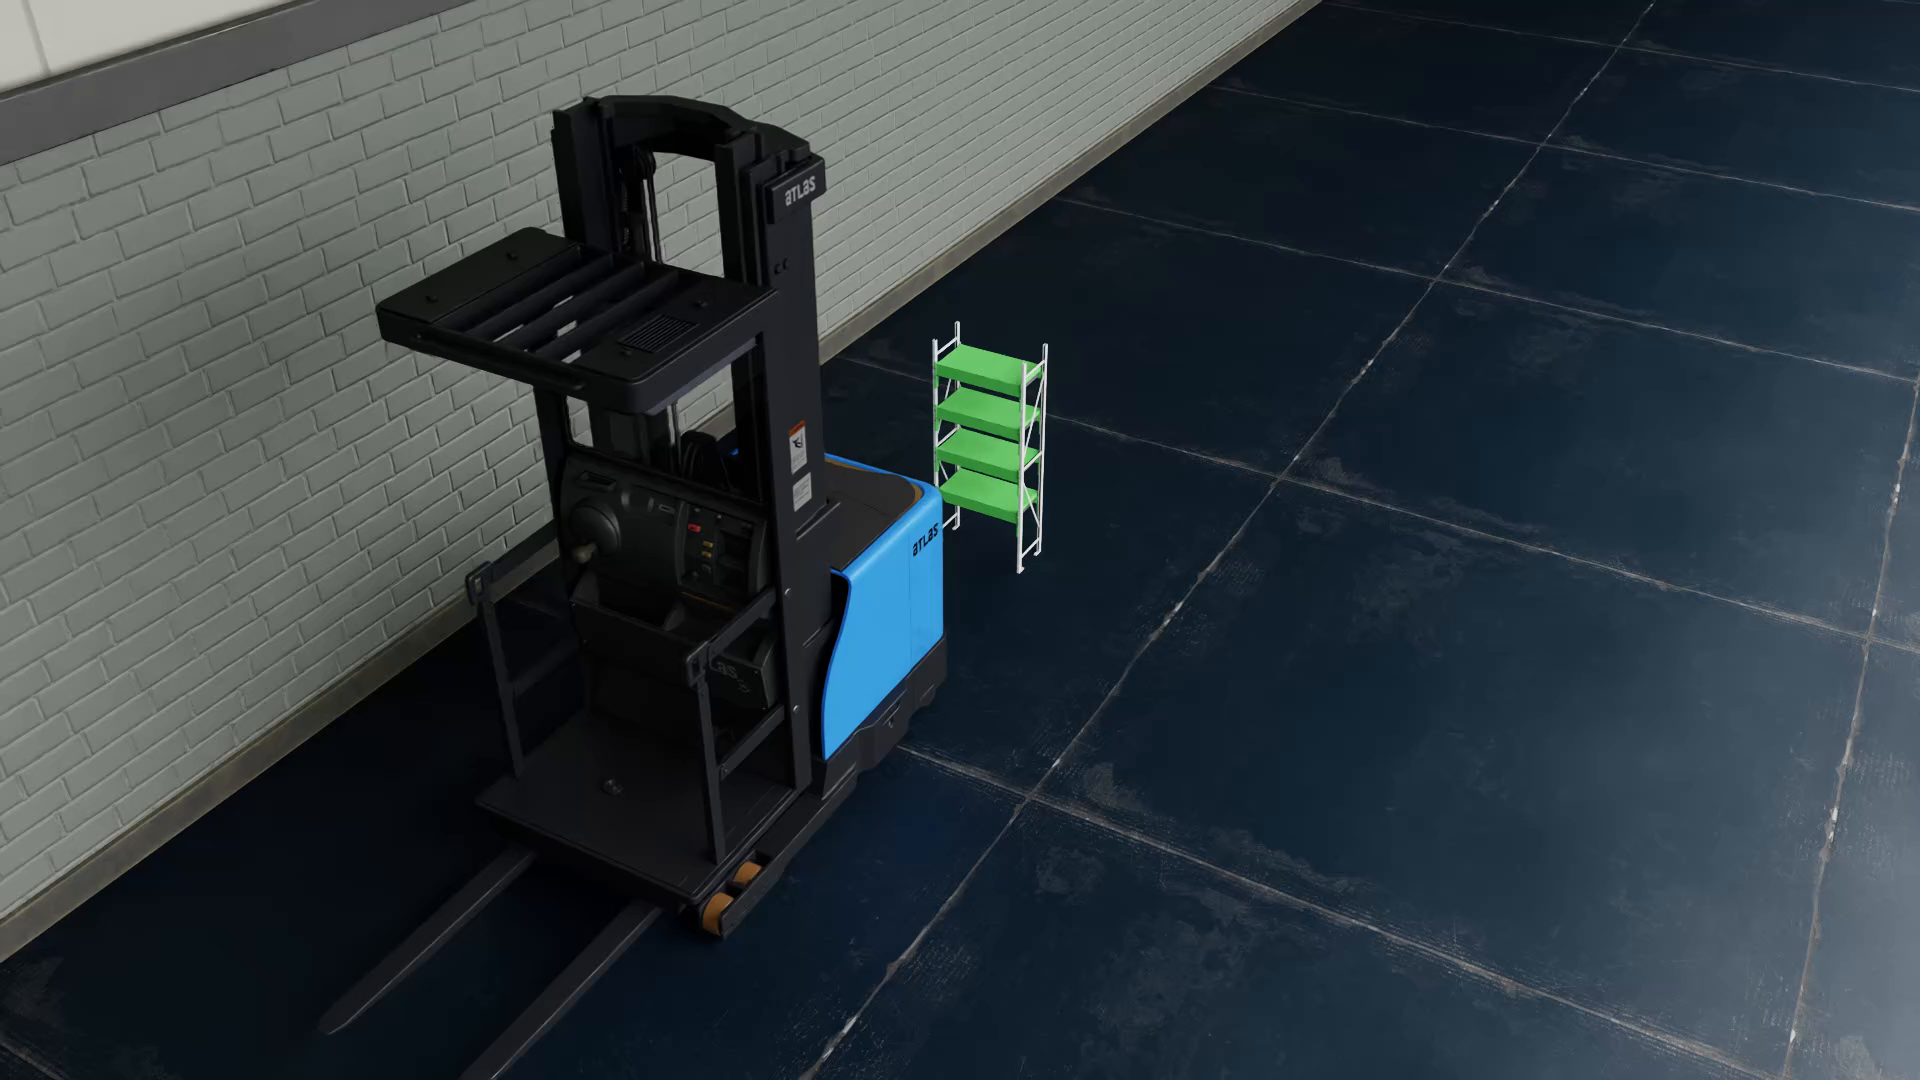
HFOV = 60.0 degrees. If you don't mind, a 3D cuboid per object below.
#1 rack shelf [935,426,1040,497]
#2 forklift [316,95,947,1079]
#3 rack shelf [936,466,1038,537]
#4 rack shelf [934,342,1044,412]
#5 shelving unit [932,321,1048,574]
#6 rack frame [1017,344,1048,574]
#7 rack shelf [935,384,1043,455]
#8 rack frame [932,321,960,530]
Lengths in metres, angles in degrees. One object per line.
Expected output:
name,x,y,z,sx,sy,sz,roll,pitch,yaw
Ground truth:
rack shelf,0.144,-0.401,8.384,0.480,0.148,0.258,18,37,24
forklift,-1.218,0.026,6.067,1.130,2.935,3.031,17,37,24
rack shelf,0.144,-0.201,8.518,0.480,0.148,0.258,18,37,24
rack shelf,0.144,-0.800,8.118,0.480,0.148,0.258,18,37,24
shelving unit,0.144,-0.454,8.349,0.503,1.200,0.258,18,37,24
rack frame,0.356,-0.387,8.248,0.015,1.200,0.240,18,37,24
rack shelf,0.144,-0.600,8.251,0.480,0.148,0.258,18,37,24
rack frame,-0.068,-0.521,8.450,0.015,1.200,0.240,18,37,24
